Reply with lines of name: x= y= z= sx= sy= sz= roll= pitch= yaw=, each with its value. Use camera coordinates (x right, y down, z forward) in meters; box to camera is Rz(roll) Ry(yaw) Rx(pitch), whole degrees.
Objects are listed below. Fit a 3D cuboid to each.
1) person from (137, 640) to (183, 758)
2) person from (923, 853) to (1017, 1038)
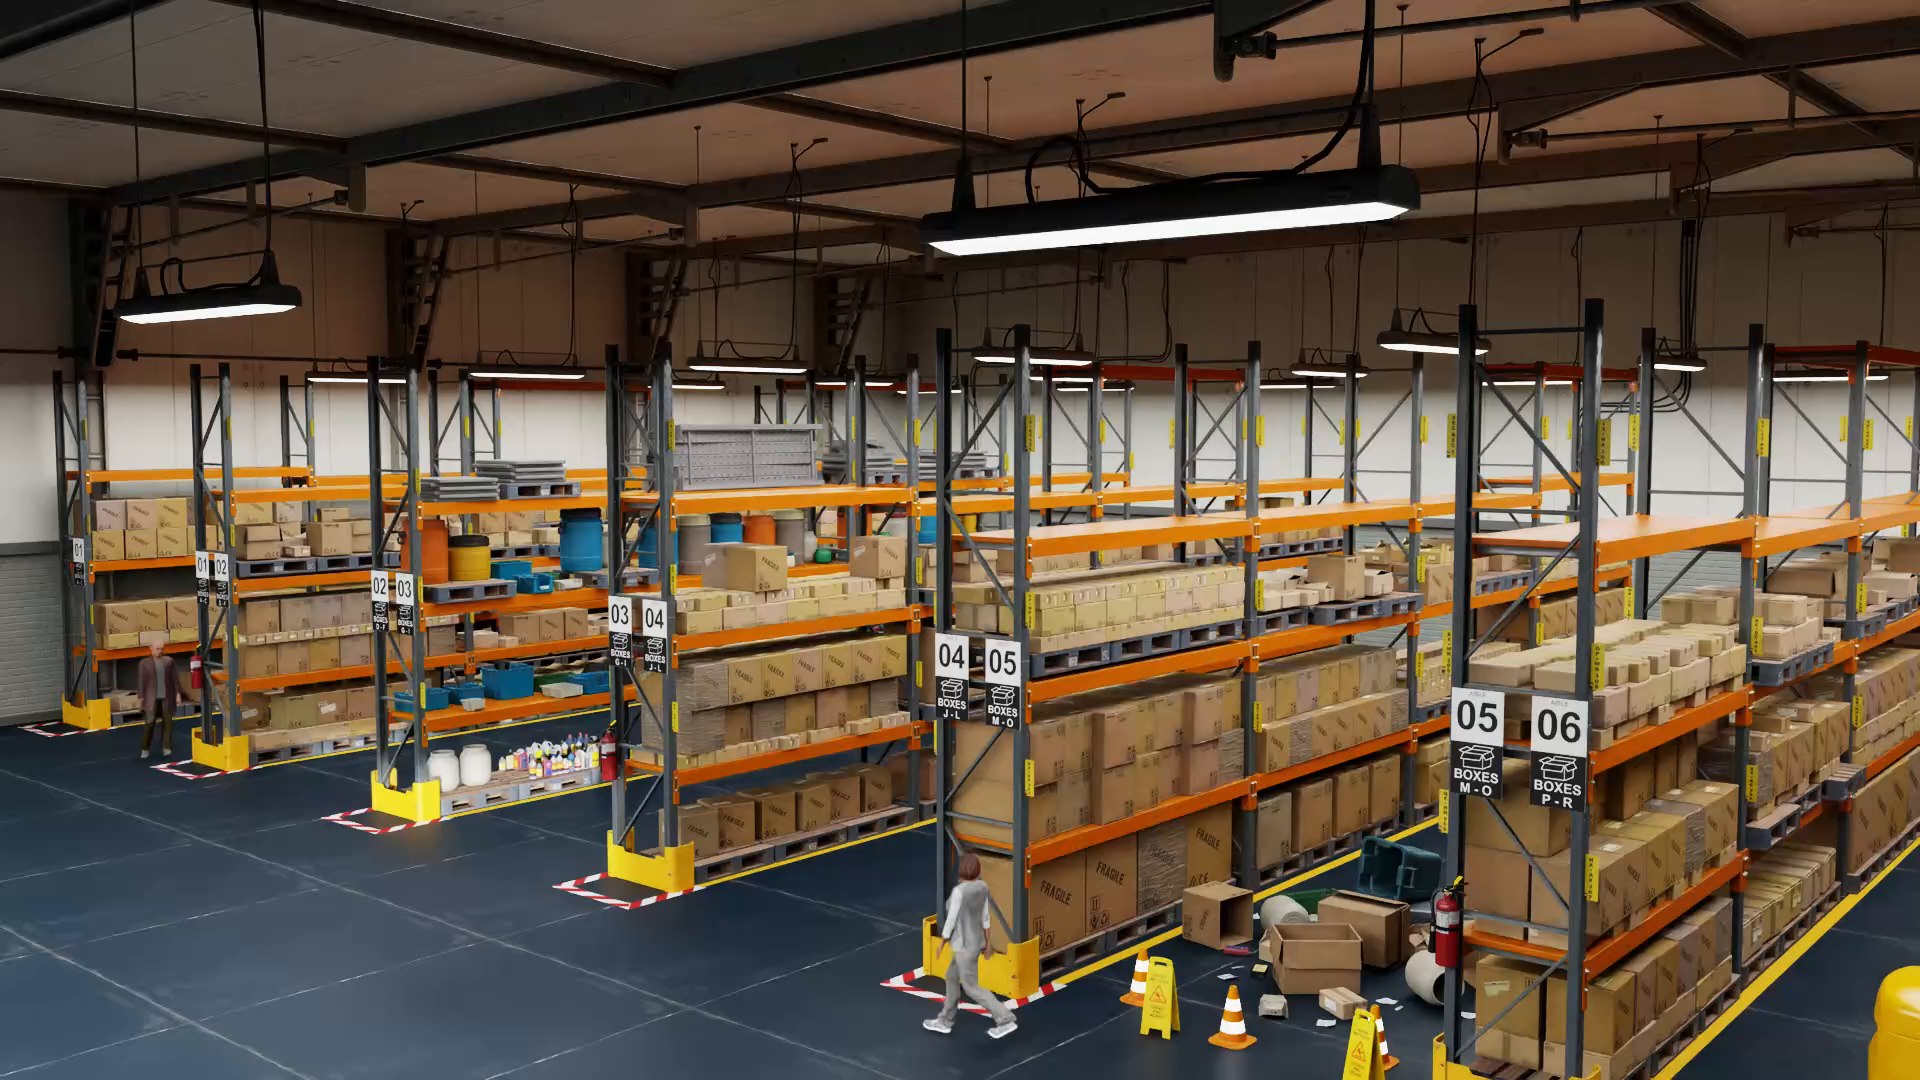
person: x=-12.322 y=2.462 z=25.637 sx=0.638 sy=1.833 sz=0.440 roll=-4 pitch=5 yaw=-41
person: x=0.070 y=3.375 z=13.827 sx=0.876 sy=1.563 sz=0.376 roll=1 pitch=4 yaw=16
